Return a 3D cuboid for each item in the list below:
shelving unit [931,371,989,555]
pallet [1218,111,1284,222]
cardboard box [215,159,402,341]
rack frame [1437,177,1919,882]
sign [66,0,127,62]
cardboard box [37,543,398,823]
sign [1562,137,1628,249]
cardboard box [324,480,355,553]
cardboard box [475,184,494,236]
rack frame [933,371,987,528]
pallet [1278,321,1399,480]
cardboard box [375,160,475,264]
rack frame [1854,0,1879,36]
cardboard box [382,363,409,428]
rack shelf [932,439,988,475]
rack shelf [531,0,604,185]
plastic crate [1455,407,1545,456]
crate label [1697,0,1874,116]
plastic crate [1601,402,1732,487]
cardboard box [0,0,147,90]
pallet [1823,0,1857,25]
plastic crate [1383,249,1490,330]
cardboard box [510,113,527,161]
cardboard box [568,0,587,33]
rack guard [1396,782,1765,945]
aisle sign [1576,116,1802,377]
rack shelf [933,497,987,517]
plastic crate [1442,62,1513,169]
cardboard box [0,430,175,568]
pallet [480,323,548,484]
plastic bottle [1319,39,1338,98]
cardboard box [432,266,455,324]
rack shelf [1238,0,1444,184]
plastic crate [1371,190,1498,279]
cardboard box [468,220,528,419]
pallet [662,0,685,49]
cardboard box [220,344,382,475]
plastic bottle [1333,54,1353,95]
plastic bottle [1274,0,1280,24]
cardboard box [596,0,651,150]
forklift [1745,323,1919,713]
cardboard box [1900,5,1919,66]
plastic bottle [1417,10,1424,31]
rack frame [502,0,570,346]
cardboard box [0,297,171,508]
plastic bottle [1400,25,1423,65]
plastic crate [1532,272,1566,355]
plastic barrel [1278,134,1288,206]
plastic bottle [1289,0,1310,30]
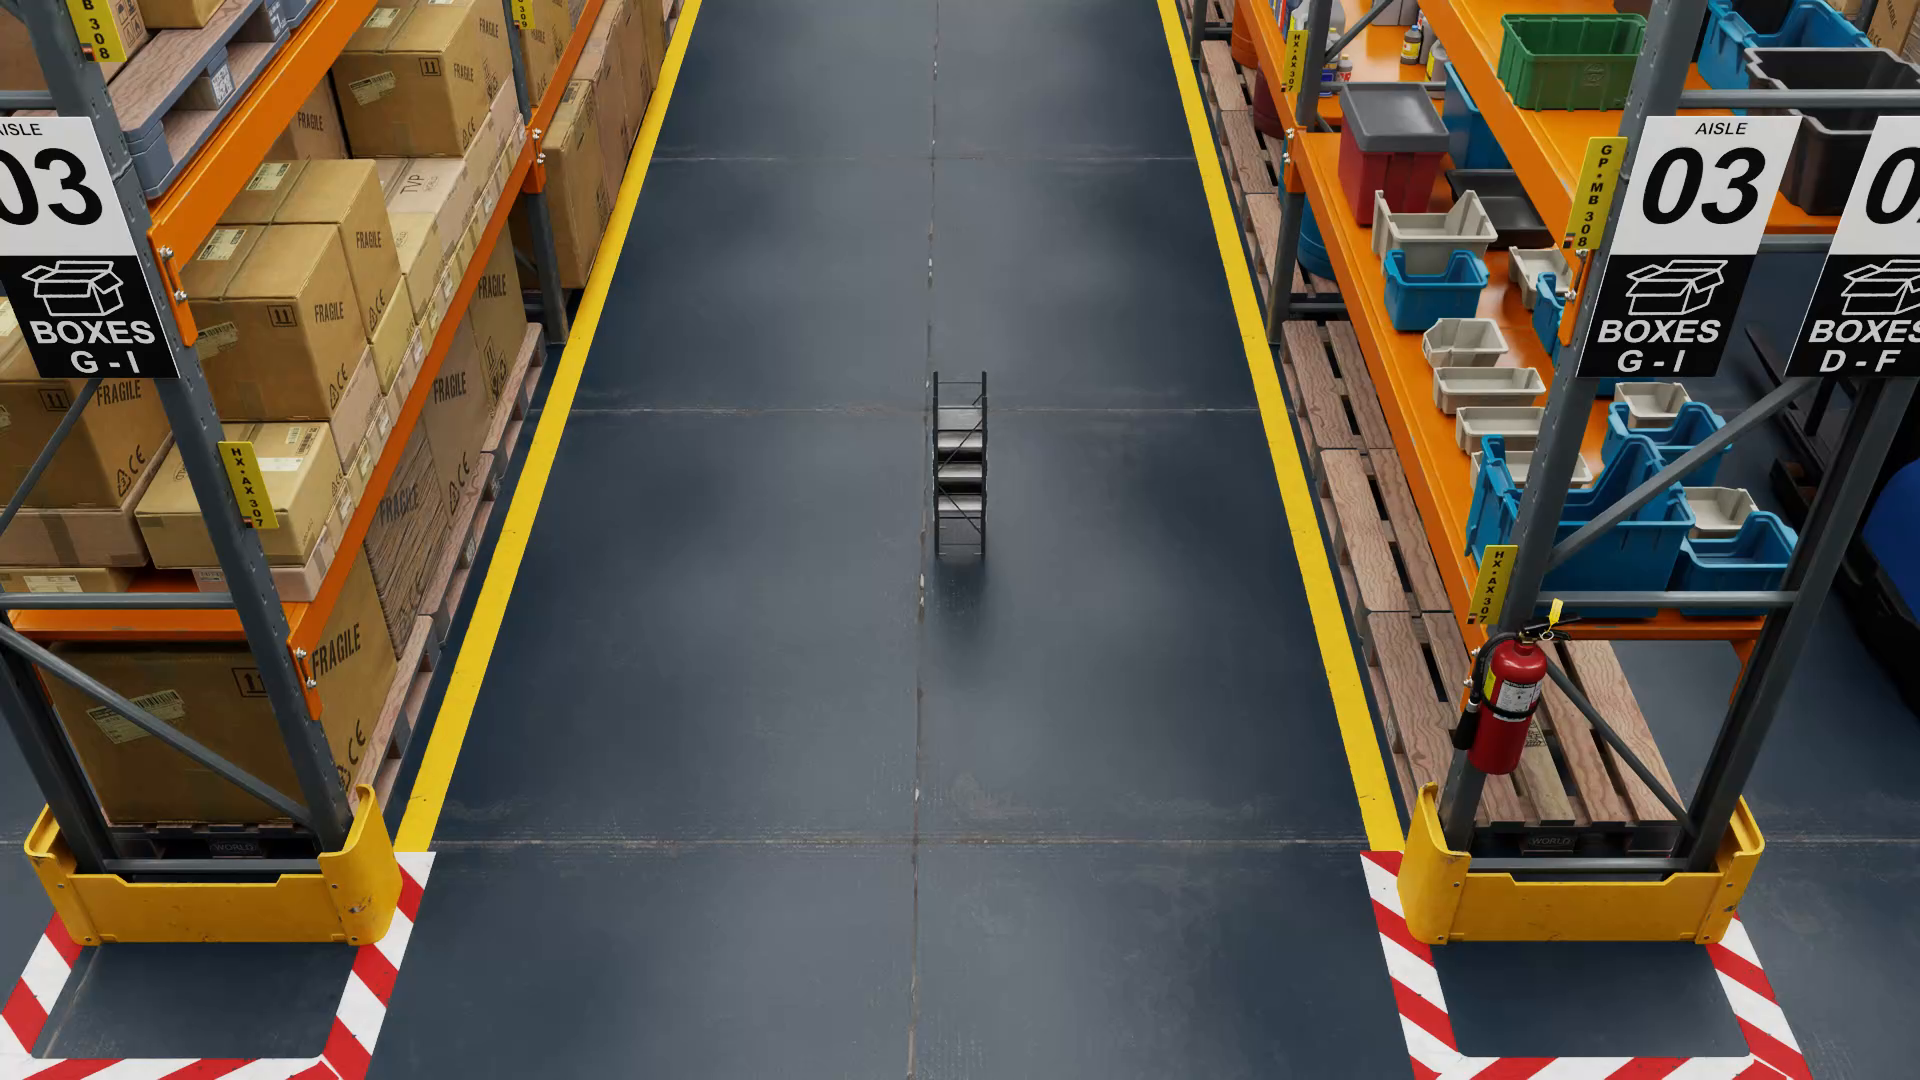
[{"bbox_3d":[0.000,-0.346,7.708,0.258,0.900,0.210,0,39,0],"label":"shelving unit"},{"bbox_3d":[2.272,-2.462,10.899,1.003,0.211,1.213,0,39,0],"label":"pallet"},{"bbox_3d":[-2.450,-1.085,6.234,0.500,0.500,0.500,-1,39,-1],"label":"cardboard box"},{"bbox_3d":[2.240,0.198,5.349,1.000,3.000,0.127,0,39,0],"label":"rack frame"},{"bbox_3d":[-2.158,-1.337,4.105,0.100,0.325,0.005,0,39,0],"label":"sign"},{"bbox_3d":[-2.793,0.467,6.377,0.875,0.875,0.875,0,39,0],"label":"cardboard box"},{"bbox_3d":[1.690,-0.921,4.431,0.100,0.325,0.005,0,39,0],"label":"sign"},{"bbox_3d":[-2.385,-0.083,5.901,0.380,0.149,0.250,-1,39,-1],"label":"cardboard box"},{"bbox_3d":[-2.388,-1.529,7.705,0.380,0.149,0.250,1,39,1],"label":"cardboard box"},{"bbox_3d":[0.000,-0.410,7.787,0.240,0.900,0.006,0,39,0],"label":"rack frame"},{"bbox_3d":[2.275,-0.755,8.769,1.003,0.211,1.213,0,39,0],"label":"pallet"},{"bbox_3d":[-2.450,-1.438,7.274,0.500,0.250,0.500,1,39,1],"label":"cardboard box"},{"bbox_3d":[7.185,-4.806,11.594,1.000,3.000,0.127,0,39,0],"label":"rack frame"},{"bbox_3d":[-2.386,-0.565,6.503,0.380,0.149,0.250,-1,39,-1],"label":"cardboard box"},{"bbox_3d":[0.000,-0.390,7.672,0.258,0.077,0.200,0,39,0],"label":"rack shelf"},{"bbox_3d":[-2.720,-3.269,10.252,1.077,0.370,4.000,0,39,0],"label":"rack shelf"},{"bbox_3d":[2.072,-0.413,6.275,0.396,0.136,0.243,0,39,0],"label":"plastic crate"},{"bbox_3d":[2.562,-1.491,5.178,0.408,0.251,0.502,0,39,0],"label":"crate label"},{"bbox_3d":[2.569,-0.326,6.090,0.416,0.233,0.300,0,39,0],"label":"plastic crate"},{"bbox_3d":[-2.767,-1.536,4.619,0.700,0.500,0.500,-2,39,-3],"label":"cardboard box"},{"bbox_3d":[7.223,-4.232,13.108,1.003,0.211,1.213,0,39,0],"label":"pallet"},{"bbox_3d":[1.982,-1.044,6.985,0.416,0.233,0.300,0,39,0],"label":"plastic crate"},{"bbox_3d":[-2.389,-2.011,8.307,0.380,0.149,0.250,0,39,0],"label":"cardboard box"},{"bbox_3d":[-2.469,-3.254,9.577,0.500,0.500,0.500,-1,39,-1],"label":"cardboard box"},{"bbox_3d":[2.253,1.189,6.112,1.175,0.500,0.348,0,39,0],"label":"rack guard"},{"bbox_3d":[1.947,-0.771,4.480,0.394,0.787,0.004,0,39,0],"label":"aisle sign"},{"bbox_3d":[0.000,-0.180,7.841,0.258,0.077,0.200,0,39,0],"label":"rack shelf"},{"bbox_3d":[2.577,-2.029,8.093,0.392,0.384,0.575,0,39,0],"label":"plastic crate"},{"bbox_3d":[-2.979,-0.159,5.677,0.500,0.250,0.500,-1,39,-1],"label":"cardboard box"},{"bbox_3d":[-2.795,-0.736,8.745,1.003,0.211,1.213,0,39,0],"label":"pallet"},{"bbox_3d":[1.912,-2.501,8.817,0.152,0.276,0.135,0,39,0],"label":"plastic bottle"},{"bbox_3d":[-2.388,-1.048,7.106,0.380,0.149,0.250,1,39,1],"label":"cardboard box"},{"bbox_3d":[2.233,-3.273,10.256,1.077,0.370,4.000,0,39,0],"label":"rack shelf"},{"bbox_3d":[2.053,-1.325,7.297,0.437,0.282,0.530,0,39,0],"label":"plastic crate"},{"bbox_3d":[-2.796,-1.221,8.484,0.875,0.875,0.875,0,39,0],"label":"cardboard box"},{"bbox_3d":[-2.721,-4.201,13.070,1.003,0.211,1.213,0,39,0],"label":"pallet"},{"bbox_3d":[-2.450,-0.481,6.079,0.500,0.250,0.500,0,39,-1],"label":"cardboard box"},{"bbox_3d":[2.037,-2.484,8.855,0.097,0.201,0.097,0,39,0],"label":"plastic bottle"},{"bbox_3d":[1.911,-3.129,9.600,0.152,0.276,0.135,0,39,0],"label":"plastic bottle"},{"bbox_3d":[-2.748,-3.147,10.887,1.225,0.875,0.875,0,39,0],"label":"cardboard box"},{"bbox_3d":[4.604,-1.205,7.155,1.130,2.935,3.031,1,39,1],"label":"forklift"},{"bbox_3d":[6.905,-3.390,11.474,0.500,0.500,0.500,-1,39,-2],"label":"cardboard box"},{"bbox_3d":[2.643,-2.938,9.422,0.097,0.201,0.097,0,39,0],"label":"plastic bottle"},{"bbox_3d":[-2.717,-2.300,8.466,1.000,3.000,0.127,0,39,0],"label":"rack frame"},{"bbox_3d":[-2.976,-0.453,5.444,0.500,0.500,0.500,0,39,1],"label":"cardboard box"},{"bbox_3d":[2.491,-2.732,9.165,0.097,0.201,0.097,0,39,0],"label":"plastic bottle"},{"bbox_3d":[2.567,-0.925,6.838,0.416,0.233,0.300,0,39,0],"label":"plastic crate"},{"bbox_3d":[2.251,-2.431,9.973,0.600,0.901,0.708,0,39,0],"label":"plastic barrel"},{"bbox_3d":[1.907,-2.858,9.203,0.144,0.351,0.185,0,39,0],"label":"plastic bottle"}]
